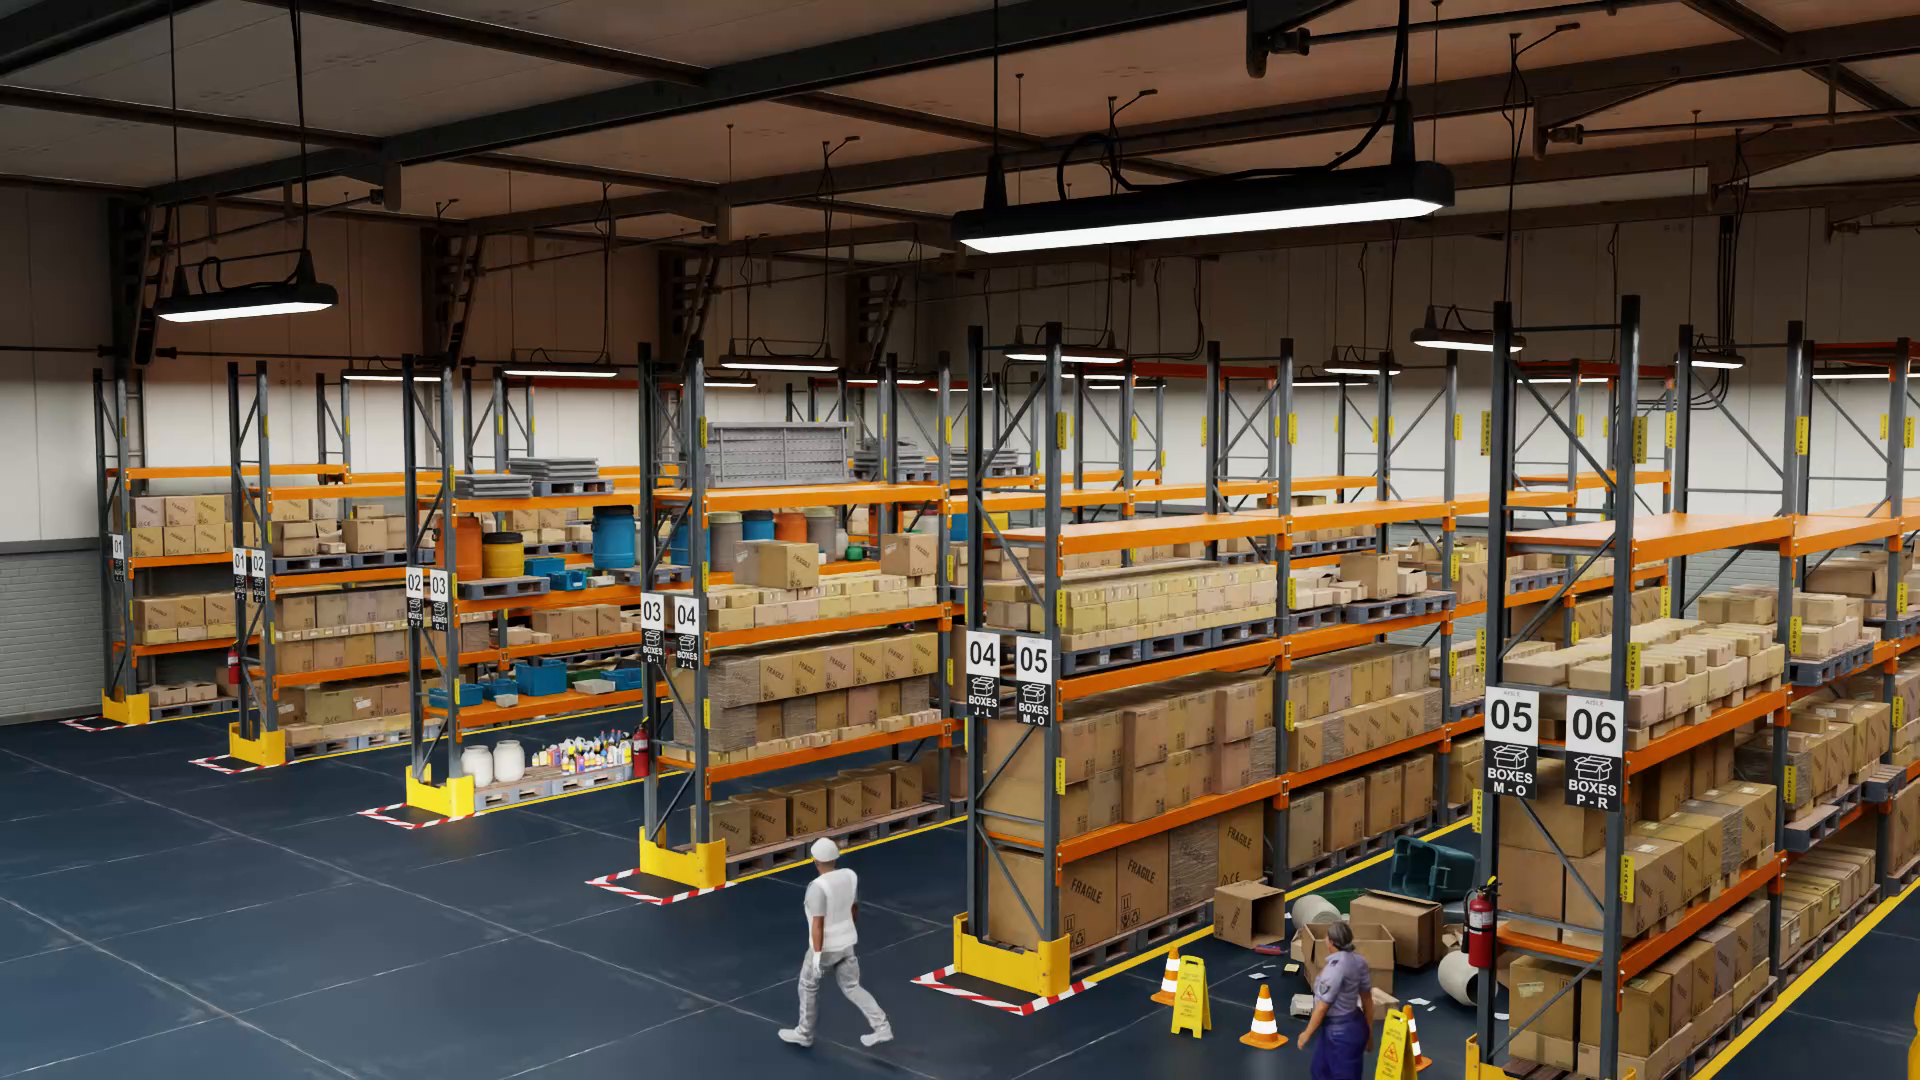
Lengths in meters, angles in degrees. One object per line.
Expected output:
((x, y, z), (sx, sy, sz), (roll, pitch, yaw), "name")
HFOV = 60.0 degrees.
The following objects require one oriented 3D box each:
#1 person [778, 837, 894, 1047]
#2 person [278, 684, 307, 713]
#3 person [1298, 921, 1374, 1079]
((-1.011, 3.295, 13.540), (1.027, 1.746, 0.619), (2, 5, 30), "person")
((-11.489, 2.234, 28.566), (0.487, 1.605, 0.928), (0, 4, 1), "person")
((2.658, 3.515, 11.641), (0.597, 1.719, 0.453), (2, 5, 26), "person")
